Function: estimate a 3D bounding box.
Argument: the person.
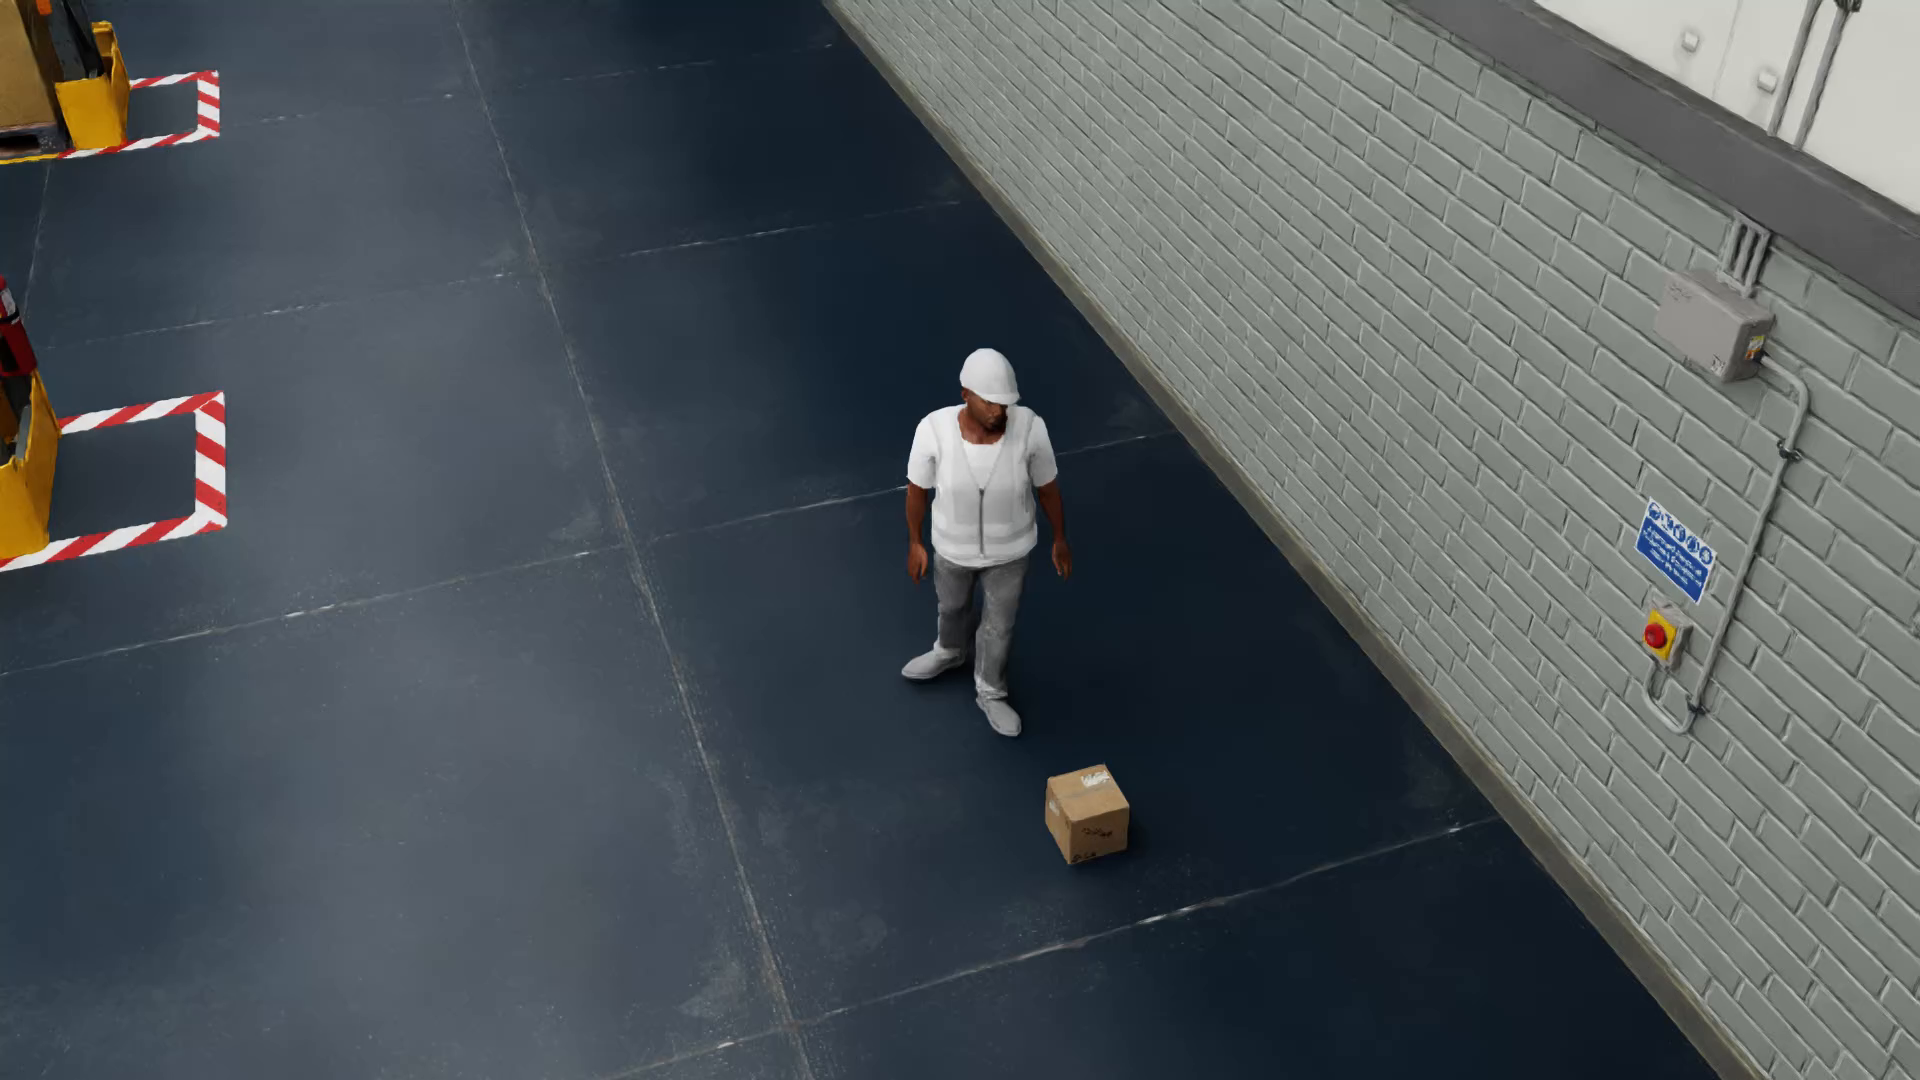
[{"bbox_3d":[0.061,-0.011,6.778,0.651,1.763,0.524,2,38,2],"label":"person"}]
